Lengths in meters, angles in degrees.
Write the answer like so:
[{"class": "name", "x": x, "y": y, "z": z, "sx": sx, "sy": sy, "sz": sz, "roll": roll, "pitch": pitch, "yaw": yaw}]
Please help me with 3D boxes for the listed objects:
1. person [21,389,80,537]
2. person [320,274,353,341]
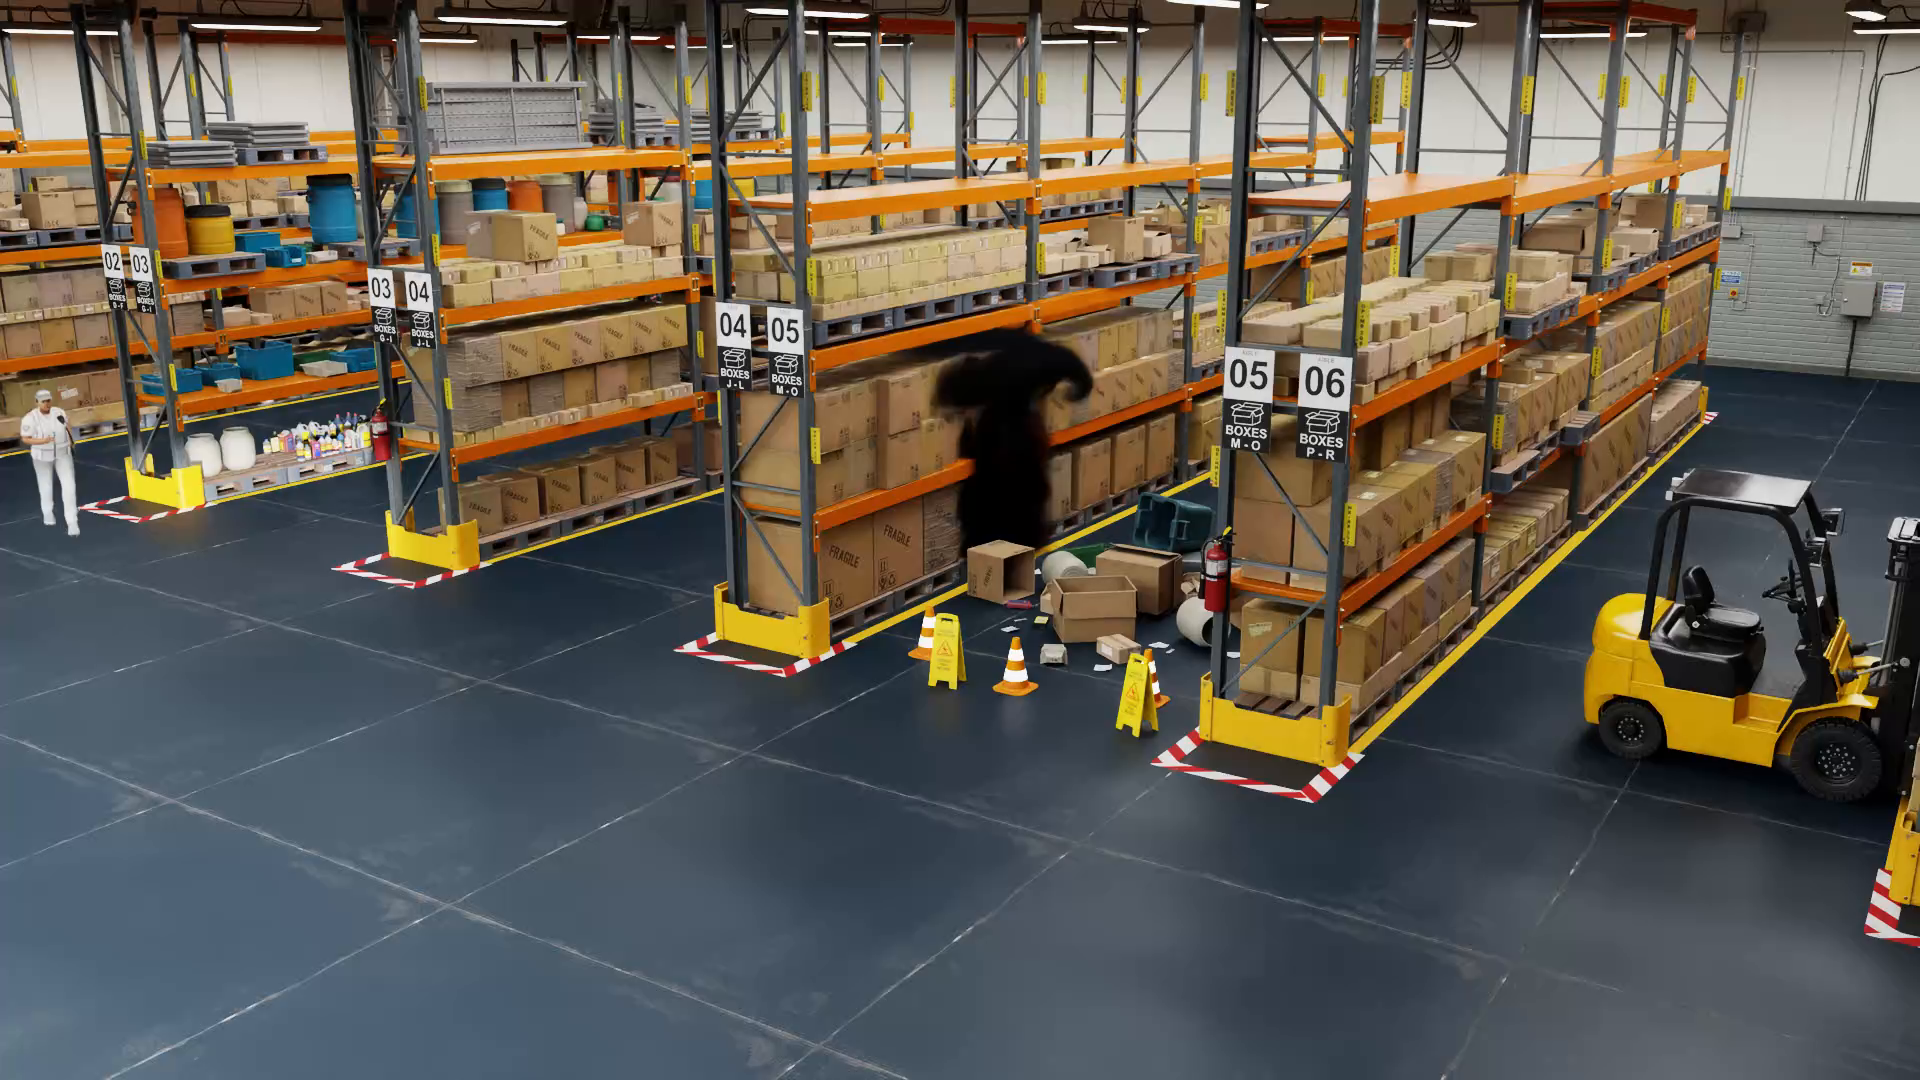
[{"class": "person", "x": -10.620, "y": -0.927, "z": 19.422, "sx": 0.562, "sy": 1.712, "sz": 0.856, "roll": -12, "pitch": 19, "yaw": -36}, {"class": "person", "x": -11.752, "y": -4.232, "z": 31.267, "sx": 0.656, "sy": 1.768, "sz": 0.717, "roll": 7, "pitch": 17, "yaw": 23}]
